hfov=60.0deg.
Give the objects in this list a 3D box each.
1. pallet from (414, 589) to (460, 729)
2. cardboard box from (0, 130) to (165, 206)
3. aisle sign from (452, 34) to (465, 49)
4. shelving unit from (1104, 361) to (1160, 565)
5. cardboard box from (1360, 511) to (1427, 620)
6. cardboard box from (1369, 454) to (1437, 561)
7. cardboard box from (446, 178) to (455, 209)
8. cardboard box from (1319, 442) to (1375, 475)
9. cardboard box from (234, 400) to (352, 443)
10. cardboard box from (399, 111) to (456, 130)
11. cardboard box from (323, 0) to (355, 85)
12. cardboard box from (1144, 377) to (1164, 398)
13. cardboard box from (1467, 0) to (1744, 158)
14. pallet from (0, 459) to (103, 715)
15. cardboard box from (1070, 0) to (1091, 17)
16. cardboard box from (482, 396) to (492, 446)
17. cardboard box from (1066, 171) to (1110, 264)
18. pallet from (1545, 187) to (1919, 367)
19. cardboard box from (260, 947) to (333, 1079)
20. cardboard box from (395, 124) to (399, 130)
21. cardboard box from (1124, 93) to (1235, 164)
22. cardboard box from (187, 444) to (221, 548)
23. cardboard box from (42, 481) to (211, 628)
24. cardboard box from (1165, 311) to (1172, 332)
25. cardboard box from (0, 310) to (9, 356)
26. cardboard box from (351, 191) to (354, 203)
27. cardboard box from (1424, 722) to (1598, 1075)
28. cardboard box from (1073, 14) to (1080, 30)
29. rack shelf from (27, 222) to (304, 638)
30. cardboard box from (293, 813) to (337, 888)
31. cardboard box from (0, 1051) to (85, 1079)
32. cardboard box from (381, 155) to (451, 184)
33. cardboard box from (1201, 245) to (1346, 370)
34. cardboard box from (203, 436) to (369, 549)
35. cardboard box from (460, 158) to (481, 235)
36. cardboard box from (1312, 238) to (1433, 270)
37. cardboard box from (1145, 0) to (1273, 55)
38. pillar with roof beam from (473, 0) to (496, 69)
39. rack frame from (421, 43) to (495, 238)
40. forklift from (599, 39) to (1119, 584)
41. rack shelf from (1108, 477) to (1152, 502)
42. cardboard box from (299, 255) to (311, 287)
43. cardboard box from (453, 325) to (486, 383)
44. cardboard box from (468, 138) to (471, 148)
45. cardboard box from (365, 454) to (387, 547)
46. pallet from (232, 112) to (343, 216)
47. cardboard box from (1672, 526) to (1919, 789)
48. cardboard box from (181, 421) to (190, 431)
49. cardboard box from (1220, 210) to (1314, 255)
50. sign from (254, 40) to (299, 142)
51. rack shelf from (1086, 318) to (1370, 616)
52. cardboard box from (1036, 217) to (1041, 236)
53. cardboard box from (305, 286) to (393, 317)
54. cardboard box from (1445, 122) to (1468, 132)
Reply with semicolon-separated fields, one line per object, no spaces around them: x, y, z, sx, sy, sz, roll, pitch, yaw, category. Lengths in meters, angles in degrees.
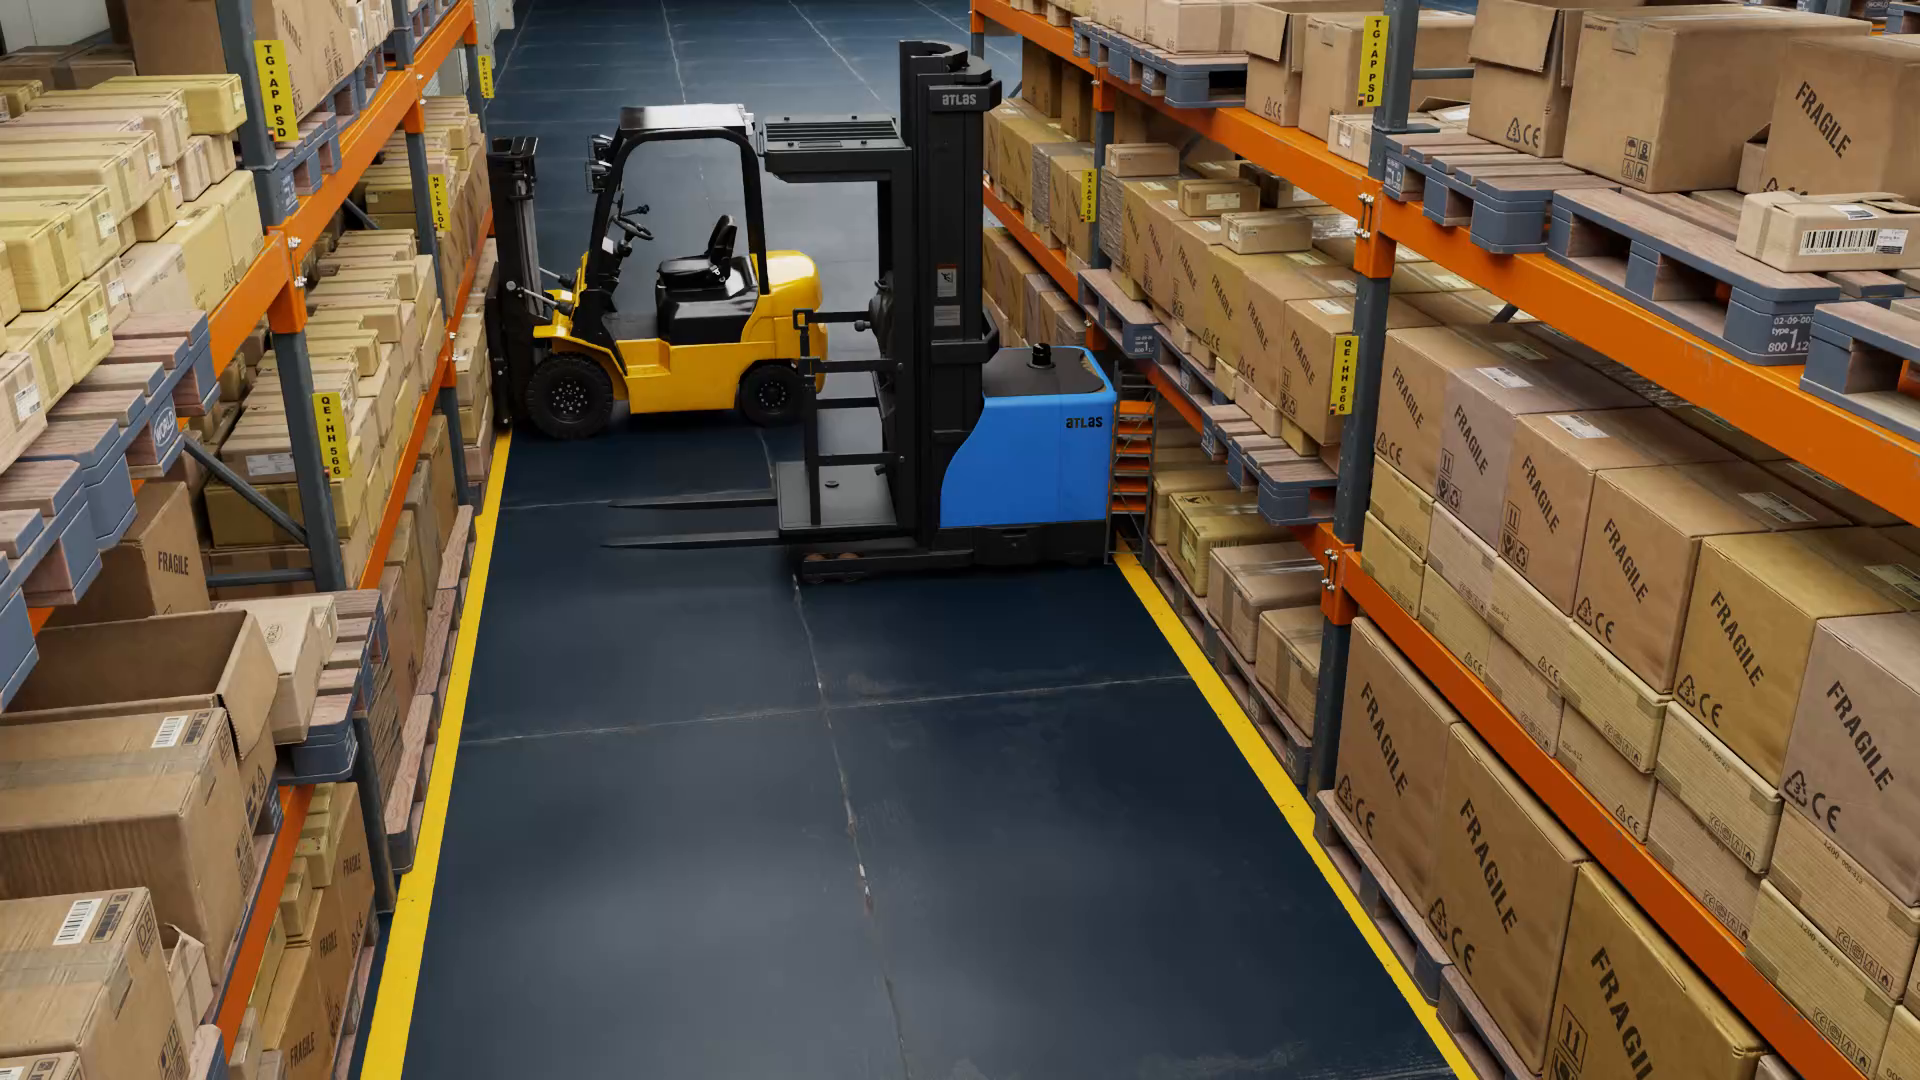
-3.141;0.634;8.533;1.003;0.211;1.213;-4;24;-10;pallet
-2.260;-0.938;4.220;0.380;0.149;0.250;-5;24;-11;cardboard box
-4.008;-4.223;12.924;0.394;0.787;0.004;-4;24;-10;aisle sign
0.985;-0.435;9.640;0.258;1.200;0.189;1;25;-2;shelving unit
1.916;0.073;6.522;0.500;0.250;0.500;-5;24;-11;cardboard box
1.923;-0.149;6.407;0.500;0.250;0.500;-4;24;-10;cardboard box
-3.443;-2.204;10.613;0.380;0.149;0.250;-4;24;-9;cardboard box
1.781;-0.395;7.197;0.380;0.149;0.250;-3;24;-8;cardboard box
-2.625;-0.433;6.558;0.380;0.149;0.250;-4;24;-9;cardboard box
-3.887;-3.040;12.155;0.380;0.149;0.250;-4;24;-9;cardboard box
-2.888;-2.200;7.017;0.500;0.500;0.500;-4;24;-8;cardboard box
1.489;-1.308;11.471;0.500;0.500;0.500;-3;24;-7;cardboard box
2.290;-1.684;5.956;0.797;0.503;0.637;-6;24;-13;cardboard box
-2.117;0.185;2.565;1.213;0.211;1.003;-4;24;-10;pallet
0.986;-3.377;10.301;0.500;0.250;0.500;-5;24;-10;cardboard box
-3.418;-0.757;11.146;0.500;0.250;0.500;-5;24;-11;cardboard box
1.006;-2.119;10.856;0.500;0.500;0.500;-5;24;-11;cardboard box
2.453;-0.806;4.835;1.003;0.211;1.213;-3;24;-7;pallet
-2.334;1.669;5.279;0.500;0.500;0.500;-3;24;-7;cardboard box
-4.354;-3.108;12.311;0.380;0.149;0.250;-4;24;-9;cardboard box
1.465;-2.609;10.731;0.700;0.500;0.500;-5;24;-10;cardboard box
-3.161;-0.154;6.418;0.500;0.250;0.500;-4;24;-9;cardboard box
-2.863;0.138;5.537;0.500;0.500;0.500;-3;24;-7;cardboard box
1.340;-1.210;9.062;0.380;0.149;0.250;-4;24;-9;cardboard box
-1.888;-0.350;2.849;0.380;0.149;0.250;-5;24;-11;cardboard box
-4.018;-2.266;10.755;0.380;0.149;0.250;-4;24;-8;cardboard box
2.279;1.204;5.876;0.875;0.875;0.875;-4;24;-9;cardboard box
0.943;-3.346;10.729;0.380;0.149;0.250;-4;24;-9;cardboard box
-2.435;-0.096;3.873;1.077;0.370;4.000;-4;24;-10;rack shelf
-2.384;1.099;5.775;0.380;0.149;0.250;-6;24;-12;cardboard box
-1.935;1.290;2.898;0.700;0.500;0.500;-4;24;-8;cardboard box
-3.452;-2.343;10.559;0.380;0.149;0.250;-4;24;-9;cardboard box
1.514;-1.140;8.092;0.500;0.500;0.500;-6;24;-13;cardboard box
-2.622;-0.193;6.506;0.500;0.250;0.500;-4;24;-10;cardboard box
-3.753;-2.450;11.987;0.500;0.500;0.500;-5;24;-11;cardboard box
2.009;-1.188;8.202;0.500;0.500;0.500;-4;24;-9;cardboard box
1.256;-2.623;8.423;0.500;0.250;0.500;-5;24;-10;cardboard box
-4.139;-12.792;28.296;9.100;9.000;0.400;-4;24;-10;pillar with roof beam
-4.284;-2.985;13.336;1.000;3.000;0.127;-4;24;-10;rack frame
-0.625;-1.313;9.594;3.031;2.935;1.130;-3;24;-6;forklift
0.980;-0.286;9.710;0.258;0.103;0.180;1;25;-2;rack shelf
-3.647;-1.392;8.755;0.380;0.149;0.250;-4;24;-10;cardboard box
-3.410;-1.217;10.951;0.500;0.250;0.500;-4;24;-10;cardboard box
-3.881;-3.007;12.452;0.380;0.149;0.250;-4;24;-9;cardboard box
-2.735;-0.160;7.056;0.500;0.250;0.500;-5;24;-11;cardboard box
-3.018;-1.386;6.164;1.213;0.211;1.003;-3;24;-7;pallet
2.305;0.302;4.437;0.500;0.500;0.500;-4;24;-8;cardboard box
-3.222;-0.389;6.457;0.380;0.149;0.250;-4;24;-8;cardboard box
1.493;-1.501;8.108;0.380;0.149;0.250;-5;24;-12;cardboard box
-2.271;-1.489;5.517;0.100;0.325;0.005;-4;24;-10;sign
1.703;-0.664;8.921;1.077;0.370;4.000;-4;24;-10;rack shelf
0.765;-2.271;12.016;0.380;0.149;0.250;-5;24;-11;cardboard box
-2.998;-1.136;8.168;0.380;0.149;0.250;-4;24;-9;cardboard box
2.181;-1.603;6.738;0.380;0.149;0.250;-4;24;-10;cardboard box
